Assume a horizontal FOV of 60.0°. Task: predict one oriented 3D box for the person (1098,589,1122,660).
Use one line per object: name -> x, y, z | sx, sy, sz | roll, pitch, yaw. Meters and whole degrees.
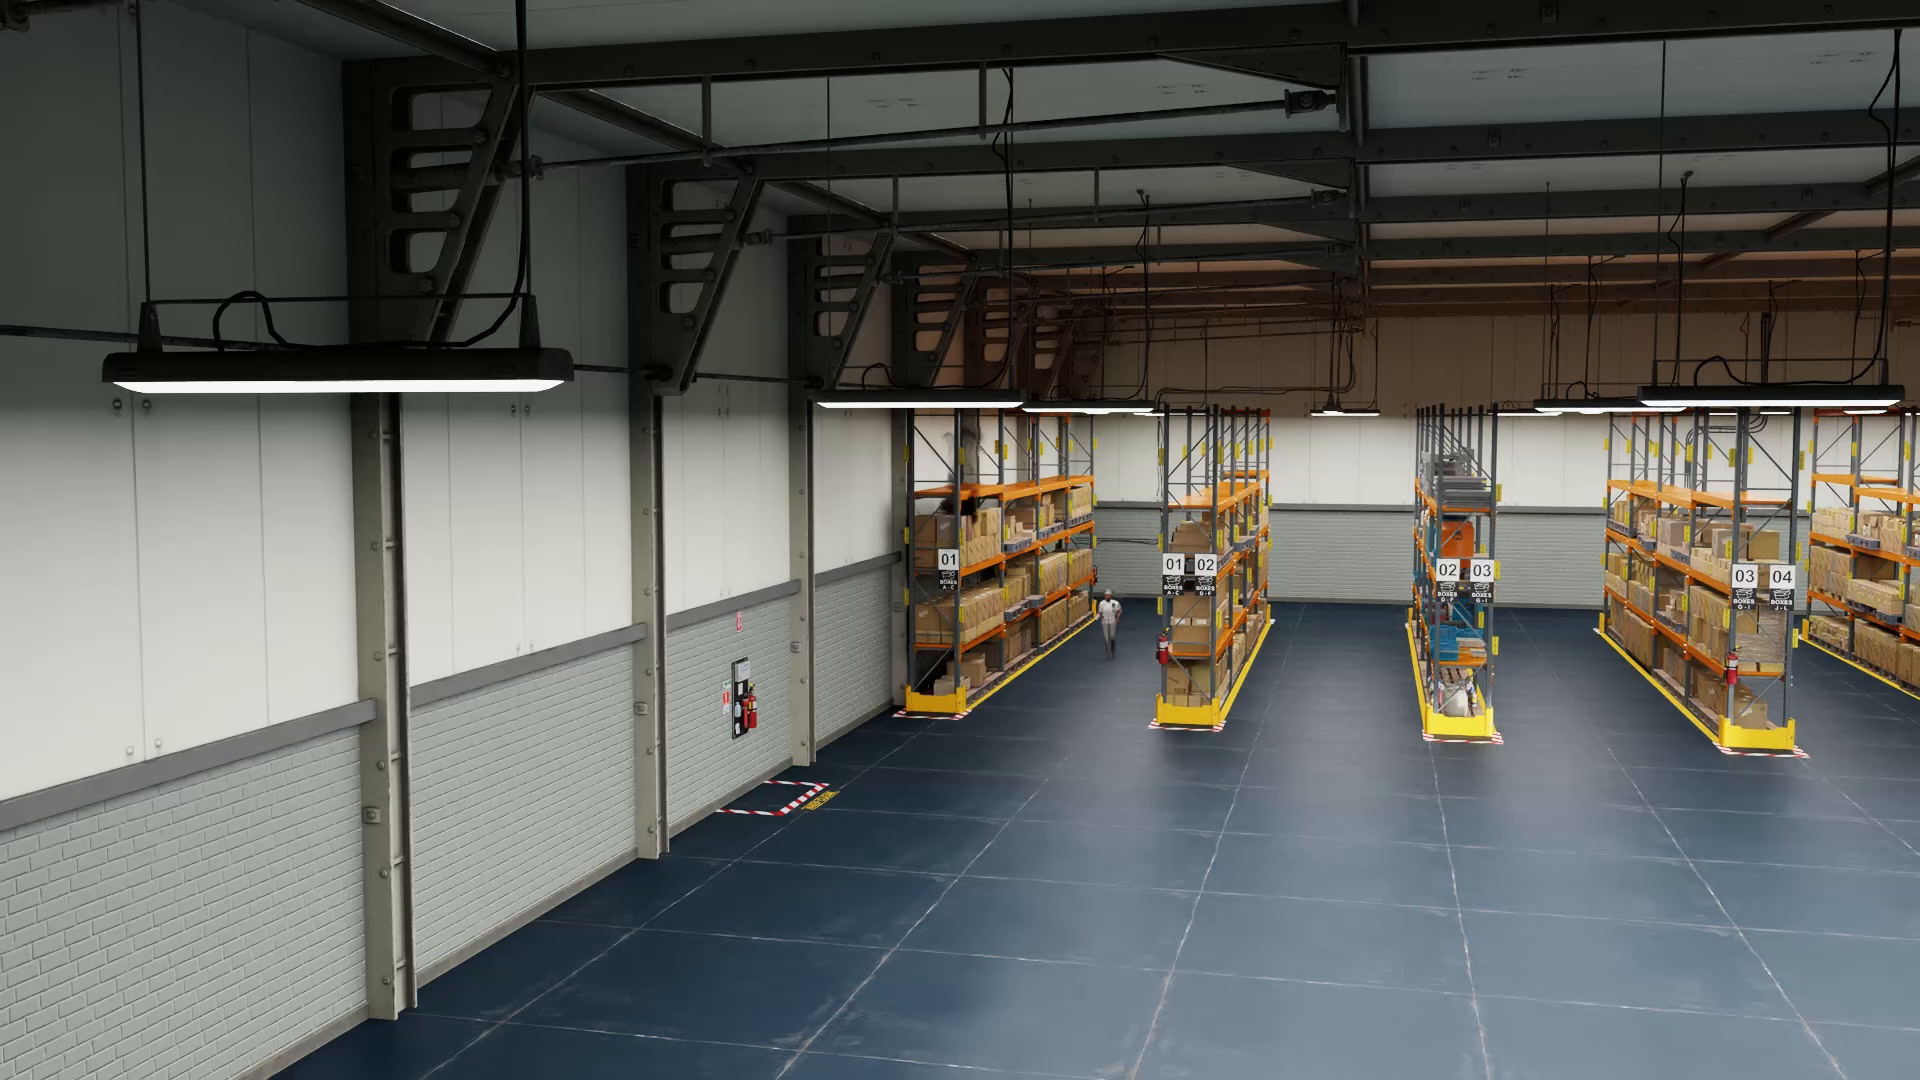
person -> 3.541, 2.013, 39.509 | 0.549, 1.708, 0.689 | 1, 4, 12
